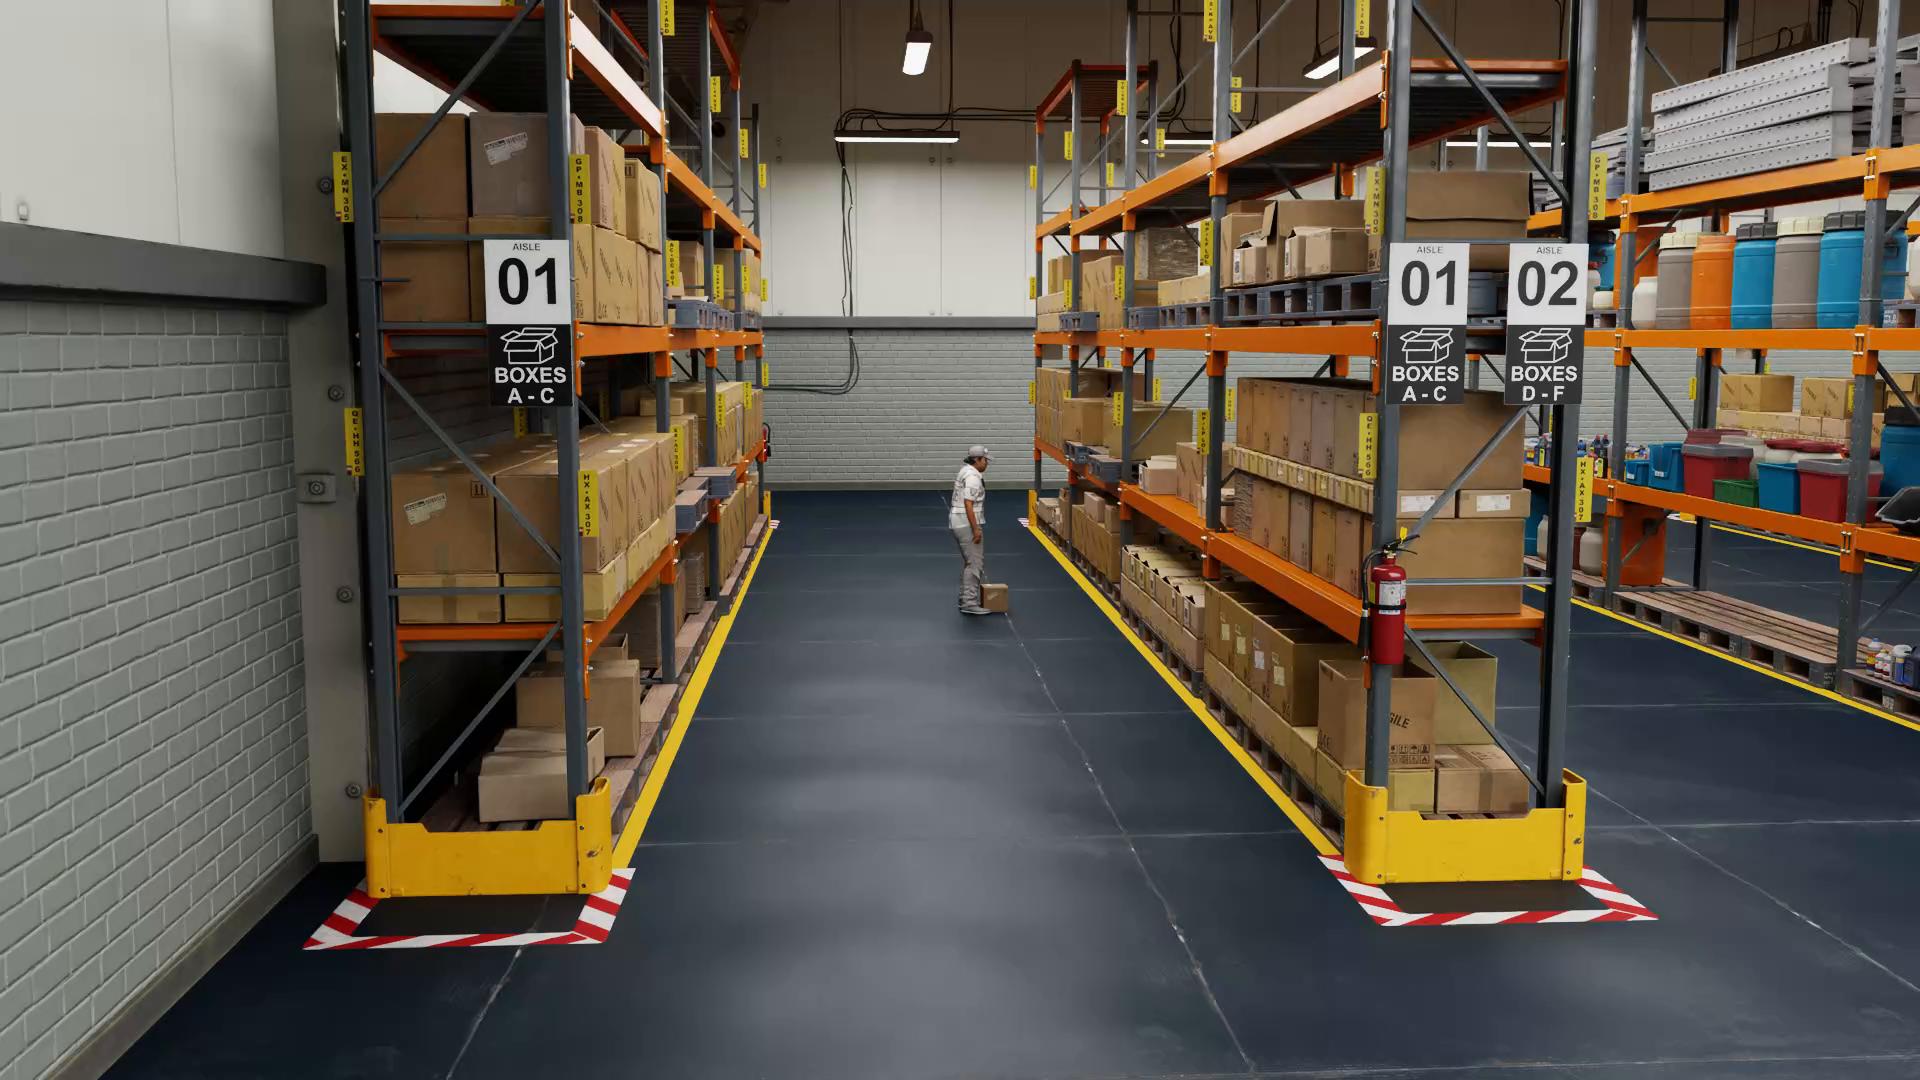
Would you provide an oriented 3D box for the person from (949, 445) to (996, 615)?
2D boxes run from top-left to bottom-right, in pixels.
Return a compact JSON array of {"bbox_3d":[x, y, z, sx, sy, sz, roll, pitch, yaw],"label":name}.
[{"bbox_3d":[0.129,-0.114,16.652,0.465,1.667,0.539,0,7,-3],"label":"person"}]
